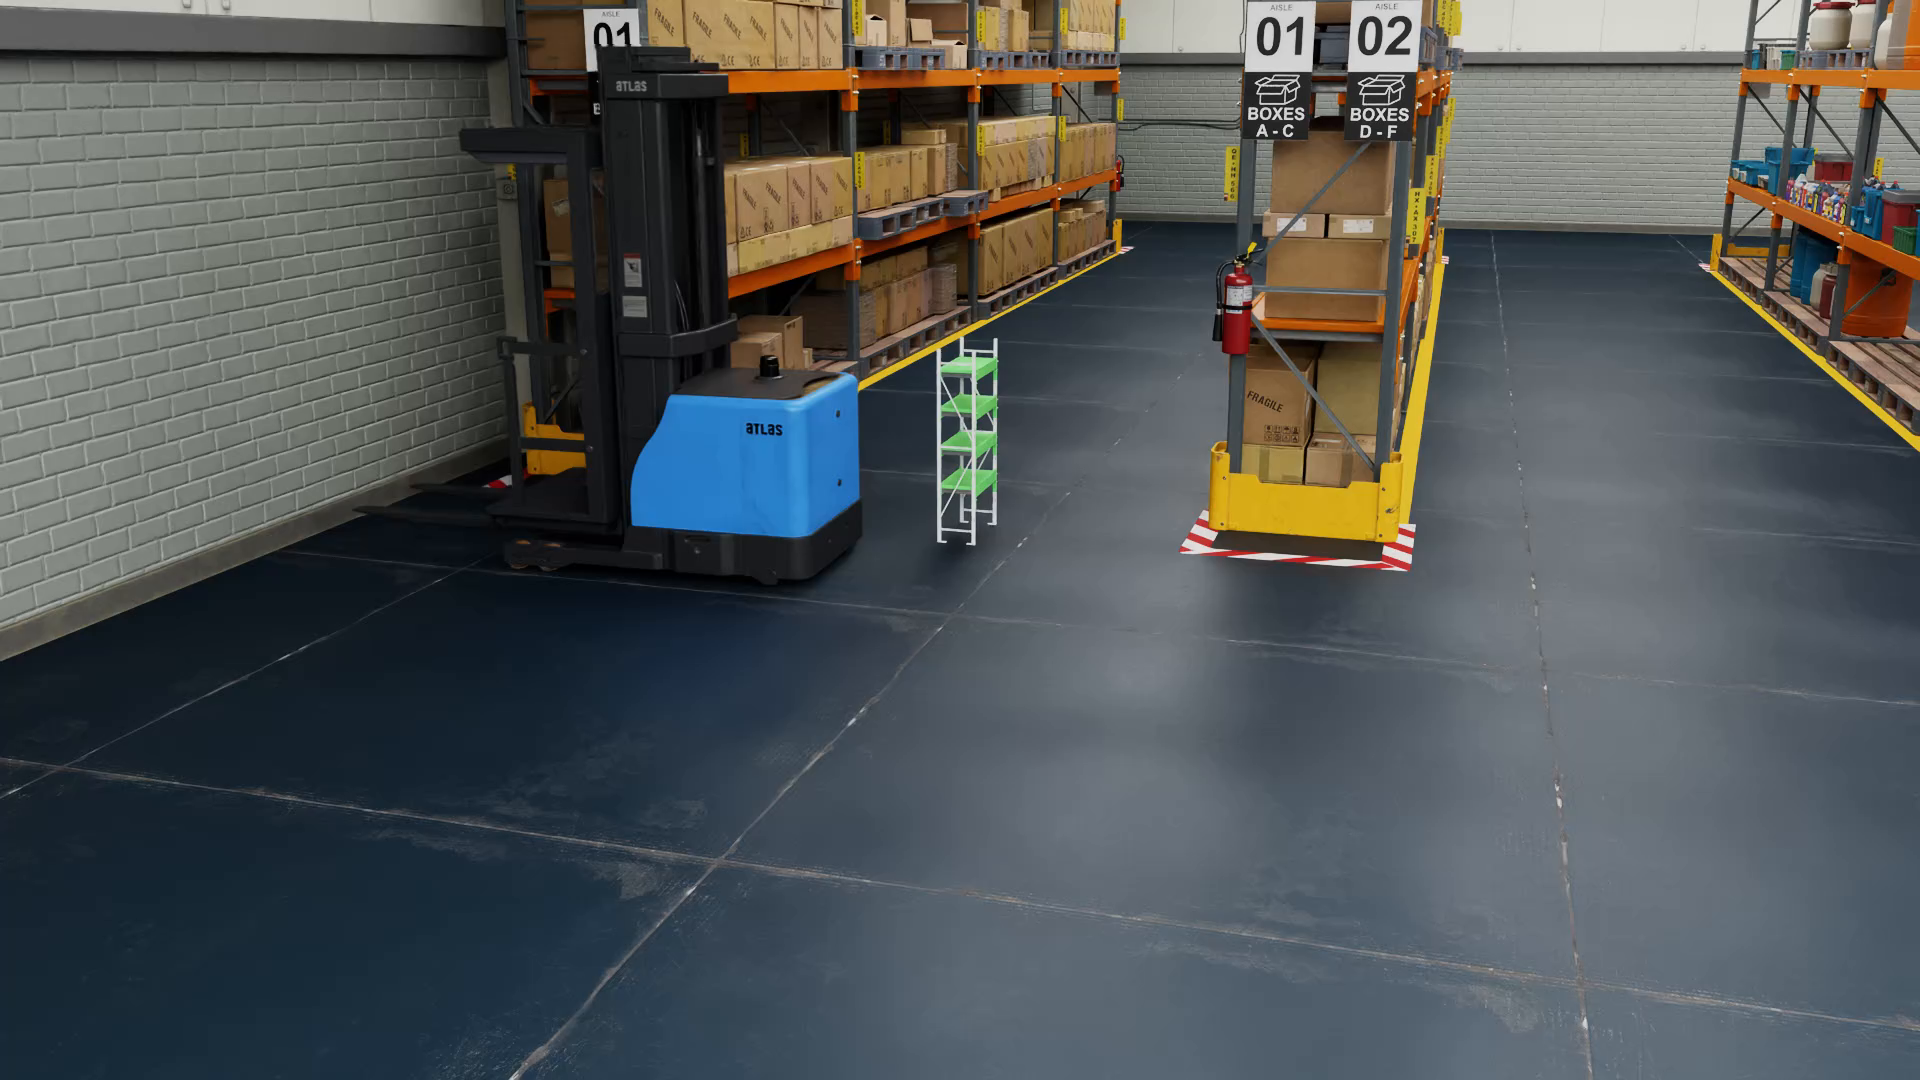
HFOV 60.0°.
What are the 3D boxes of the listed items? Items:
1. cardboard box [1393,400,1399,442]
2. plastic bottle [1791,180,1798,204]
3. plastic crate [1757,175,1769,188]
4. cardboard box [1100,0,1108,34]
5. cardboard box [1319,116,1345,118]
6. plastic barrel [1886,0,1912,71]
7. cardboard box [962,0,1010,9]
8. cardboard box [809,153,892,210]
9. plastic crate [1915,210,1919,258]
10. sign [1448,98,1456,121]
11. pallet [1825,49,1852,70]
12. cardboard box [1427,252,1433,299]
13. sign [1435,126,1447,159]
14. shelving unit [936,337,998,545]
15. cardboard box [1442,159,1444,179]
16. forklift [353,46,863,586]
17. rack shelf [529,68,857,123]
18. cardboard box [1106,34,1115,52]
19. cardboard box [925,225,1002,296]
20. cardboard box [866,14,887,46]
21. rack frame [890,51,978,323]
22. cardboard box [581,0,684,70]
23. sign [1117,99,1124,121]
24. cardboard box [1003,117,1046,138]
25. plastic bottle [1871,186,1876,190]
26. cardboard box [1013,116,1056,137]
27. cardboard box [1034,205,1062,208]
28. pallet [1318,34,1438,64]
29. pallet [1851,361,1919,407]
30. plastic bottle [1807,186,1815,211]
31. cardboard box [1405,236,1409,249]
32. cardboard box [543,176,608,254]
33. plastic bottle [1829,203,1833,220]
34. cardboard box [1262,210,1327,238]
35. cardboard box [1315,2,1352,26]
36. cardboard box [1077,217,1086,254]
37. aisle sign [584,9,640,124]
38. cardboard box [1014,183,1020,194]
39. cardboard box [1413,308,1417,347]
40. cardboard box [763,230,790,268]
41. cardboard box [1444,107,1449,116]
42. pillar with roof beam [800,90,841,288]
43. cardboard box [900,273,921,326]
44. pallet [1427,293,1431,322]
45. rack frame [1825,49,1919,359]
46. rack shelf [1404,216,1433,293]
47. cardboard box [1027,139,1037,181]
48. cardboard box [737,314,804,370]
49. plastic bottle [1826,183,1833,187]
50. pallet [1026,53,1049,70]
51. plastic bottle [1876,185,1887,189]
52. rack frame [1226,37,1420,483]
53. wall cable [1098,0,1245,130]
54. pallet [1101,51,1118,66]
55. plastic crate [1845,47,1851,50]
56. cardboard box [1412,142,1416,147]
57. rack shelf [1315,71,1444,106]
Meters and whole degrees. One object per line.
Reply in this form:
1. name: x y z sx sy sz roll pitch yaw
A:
1. cardboard box: 2.980 -0.914 12.324 0.500 0.250 0.500 5 16 16
2. plastic bottle: 9.751 -4.057 19.372 0.097 0.271 0.097 0 16 0
3. plastic crate: 10.551 -4.655 21.616 0.293 0.136 0.466 5 16 16
4. cardboard box: 1.884 -7.728 24.528 0.500 0.500 0.500 5 17 18
5. cardboard box: 3.203 -3.122 13.277 0.700 0.500 0.500 5 17 16
6. plastic barrel: 8.766 -4.714 15.035 0.600 0.901 0.600 0 16 0
7. cardboard box: 0.328 -6.740 20.734 0.500 0.250 0.500 4 16 14
8. cardboard box: -1.084 -3.485 16.130 0.700 0.500 0.500 6 17 22
9. plastic crate: 8.086 -2.486 13.626 0.392 0.384 0.575 5 16 16
10. sign: 7.260 -6.366 24.576 0.100 0.325 0.005 5 16 16
11. pallet: 9.896 -5.116 17.720 1.003 0.211 1.213 5 16 16
12. cardboard box: 5.297 -3.124 19.620 0.500 0.500 0.500 4 16 14
13. sign: 4.993 -4.127 17.262 0.100 0.325 0.005 5 16 16
14. shelving unit: 0.047 -0.621 10.318 0.258 1.200 0.503 5 16 16
15. cardboard box: 6.576 -5.349 23.508 0.500 0.500 0.500 5 17 16
16. forklift: -2.170 -1.359 9.750 3.031 2.935 1.130 4 16 15
17. rack shelf: -1.996 -3.523 13.074 1.077 0.370 4.000 5 16 16
18. cardboard box: 2.029 -7.497 25.090 0.500 0.250 0.500 5 17 18
19. cardboard box: 0.044 -3.346 19.798 0.750 0.750 0.750 4 16 15
20. cardboard box: -1.020 -4.849 15.826 0.500 0.311 0.500 5 17 18
21. rack frame: -0.291 -3.996 18.919 1.000 3.000 0.127 5 16 16
22. cardboard box: -2.229 -3.471 11.355 0.500 0.500 0.500 5 17 17
23. sign: 2.499 -6.714 25.947 0.100 0.325 0.005 5 16 16
24. cardboard box: 0.804 -5.329 21.480 0.500 0.250 0.500 5 17 17
25. plastic bottle: 10.066 -3.765 18.343 0.097 0.271 0.097 0 16 0
26. cardboard box: 0.959 -5.462 21.949 0.500 0.250 0.500 5 17 17
27. cardboard box: 1.292 -4.859 24.587 0.380 0.149 0.250 4 16 15
28. pallet: 3.105 -3.741 12.688 1.003 0.211 1.213 5 16 16
29. pallet: 8.602 -1.368 14.766 1.003 0.211 1.213 5 16 16
30. plastic bottle: 9.460 -3.789 18.427 0.097 0.271 0.097 0 16 0
31. cardboard box: 3.771 -2.661 14.674 0.380 0.149 0.250 5 16 16
32. cardboard box: -2.634 -2.341 11.948 0.500 0.500 0.500 4 16 15
33. plastic bottle: 9.113 -3.436 17.311 0.097 0.201 0.097 0 16 0
34. cardboard box: 2.112 -1.994 10.492 0.380 0.149 0.250 4 16 15
35. cardboard box: 2.354 -3.432 10.218 0.797 0.503 0.637 6 17 20
36. cardboard box: 1.451 -4.495 24.490 0.700 0.500 0.500 5 17 17
37. aisle sign: -2.297 -3.111 11.037 0.394 0.787 0.004 5 16 16
38. cardboard box: 0.532 -4.423 20.849 0.380 0.149 0.250 5 17 18
39. cardboard box: 3.827 -1.934 14.894 0.500 0.311 0.500 4 16 15
40. cardboard box: -1.691 -2.345 13.338 0.500 0.250 0.500 5 17 16
41. cardboard box: 6.439 -5.694 22.892 0.500 0.500 0.500 5 17 18
42. pillar with roof beam: 2.638 -6.275 15.961 9.100 9.000 0.400 5 16 16
43. cardboard box: -0.817 -2.554 17.613 0.700 0.500 0.500 5 16 16
44. pallet: 5.057 -2.781 19.749 1.003 0.211 1.213 5 16 16
45. rack frame: 9.208 -3.227 16.211 1.000 3.000 0.127 5 16 16
46. rack shelf: 3.891 -2.743 15.822 1.077 0.370 4.000 5 16 16
47. cardboard box: 0.670 -4.838 21.123 0.500 0.500 0.500 5 16 16
48. cardboard box: -1.684 -1.684 14.542 0.500 0.500 0.500 3 16 12
49. plastic bottle: 9.730 -3.869 18.699 0.152 0.276 0.135 5 16 16
50. pallet: 0.633 -6.149 21.366 0.805 0.209 1.217 4 16 14
51. plastic bottle: 10.257 -3.823 18.539 0.152 0.276 0.135 5 16 16
52. rack frame: 2.186 -1.519 10.189 1.000 3.000 0.127 5 16 16
53. wall cable: 3.933 -8.933 31.023 3.097 2.526 0.112 5 16 16
54. pallet: 1.782 -7.294 25.214 1.003 0.211 1.213 5 16 16
55. plastic crate: 10.960 -5.958 20.580 0.497 0.269 0.590 5 16 16
56. cardboard box: 4.974 -4.261 18.900 0.700 0.500 0.500 8 18 26
57. rack shelf: 3.891 -4.186 15.412 1.077 0.370 4.000 5 16 16
